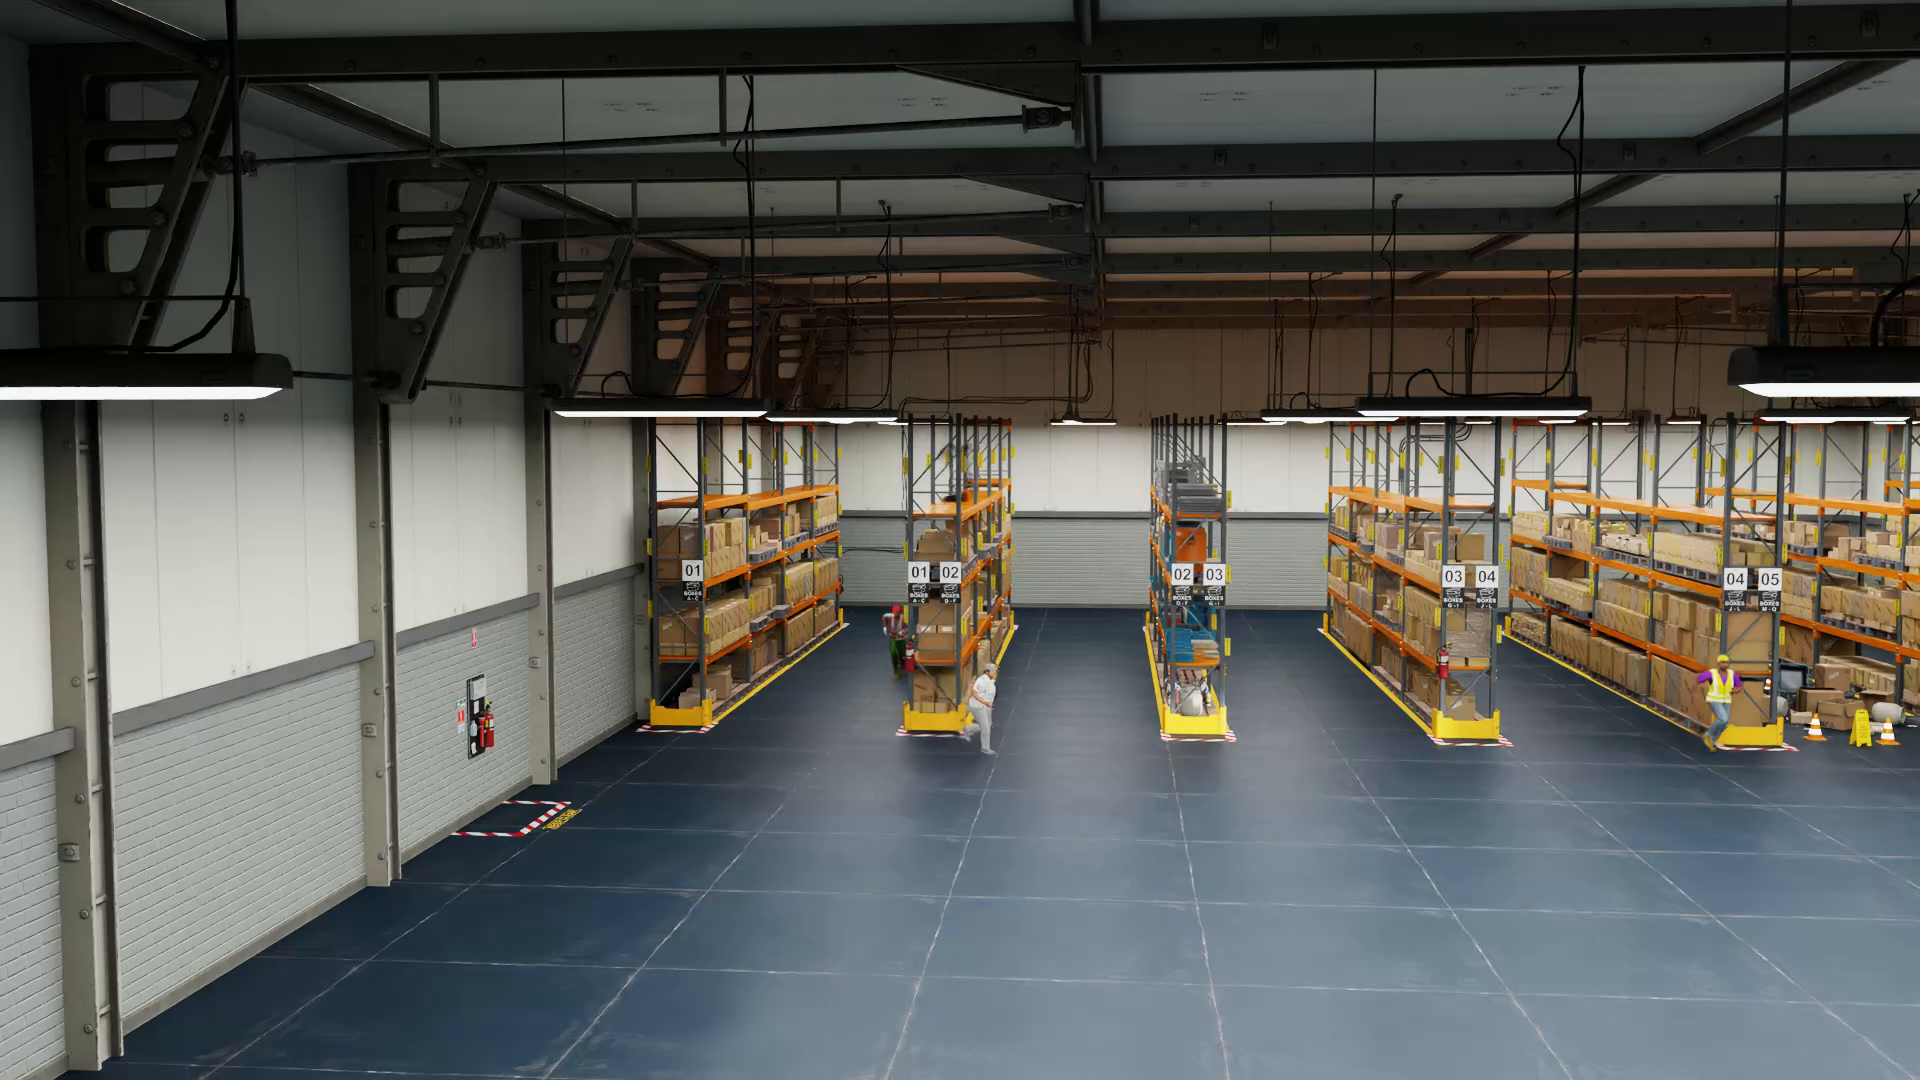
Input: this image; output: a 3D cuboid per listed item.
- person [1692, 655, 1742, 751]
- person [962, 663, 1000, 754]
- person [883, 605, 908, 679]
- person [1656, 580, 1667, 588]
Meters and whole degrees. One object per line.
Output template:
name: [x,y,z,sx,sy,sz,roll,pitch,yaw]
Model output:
person: [13.446,2.886,29.464,0.790,1.721,0.644,-1,4,-13]
person: [0.339,2.962,29.324,0.806,1.617,0.592,3,5,37]
person: [-1.428,2.324,38.345,0.706,1.731,1.055,0,4,7]
person: [19.766,1.663,47.164,0.829,1.816,0.672,1,4,14]
